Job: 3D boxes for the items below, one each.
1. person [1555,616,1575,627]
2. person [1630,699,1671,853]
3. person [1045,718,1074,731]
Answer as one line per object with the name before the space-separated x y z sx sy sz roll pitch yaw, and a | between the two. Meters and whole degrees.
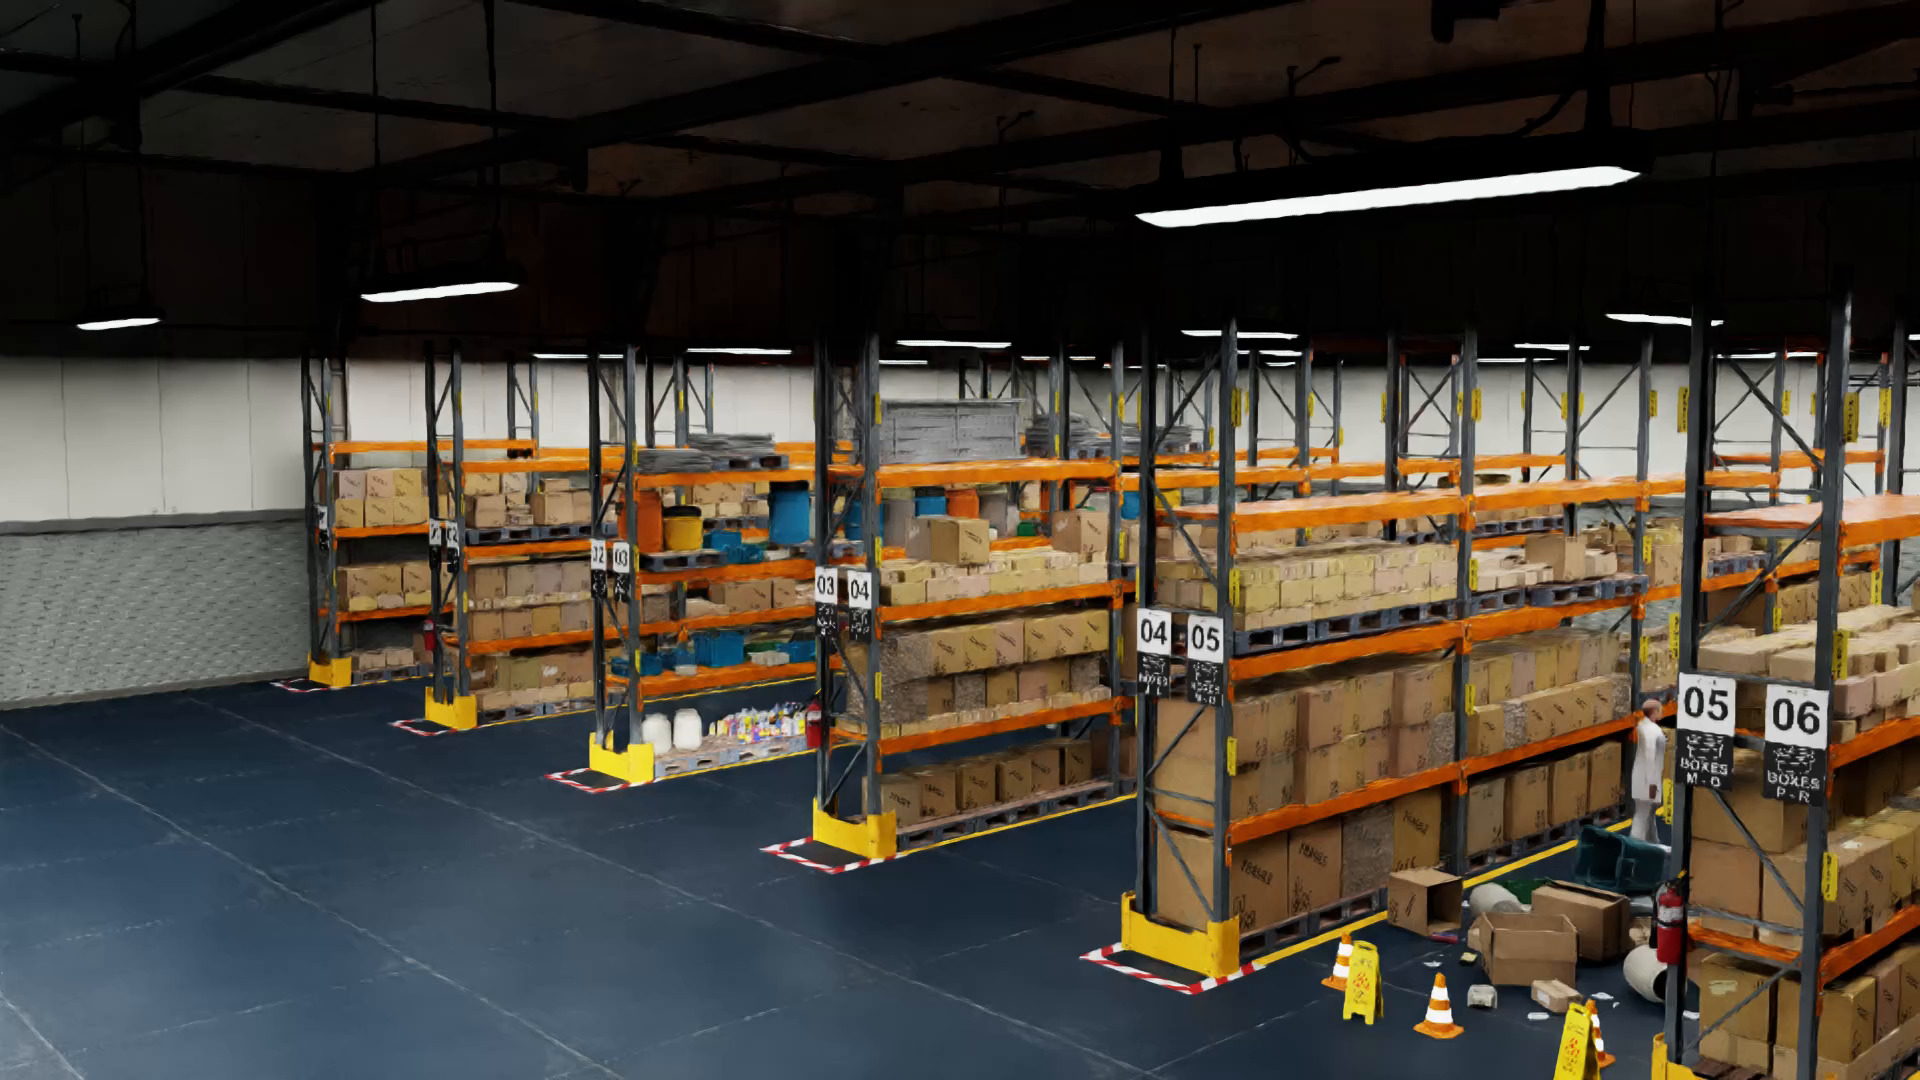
person | 9.541 1.949 26.268 0.648 1.786 0.571 -1 5 -16
person | 7.665 2.640 18.383 0.513 1.790 0.656 2 5 18
person | 1.501 2.038 25.663 0.554 1.723 1.031 4 6 39
